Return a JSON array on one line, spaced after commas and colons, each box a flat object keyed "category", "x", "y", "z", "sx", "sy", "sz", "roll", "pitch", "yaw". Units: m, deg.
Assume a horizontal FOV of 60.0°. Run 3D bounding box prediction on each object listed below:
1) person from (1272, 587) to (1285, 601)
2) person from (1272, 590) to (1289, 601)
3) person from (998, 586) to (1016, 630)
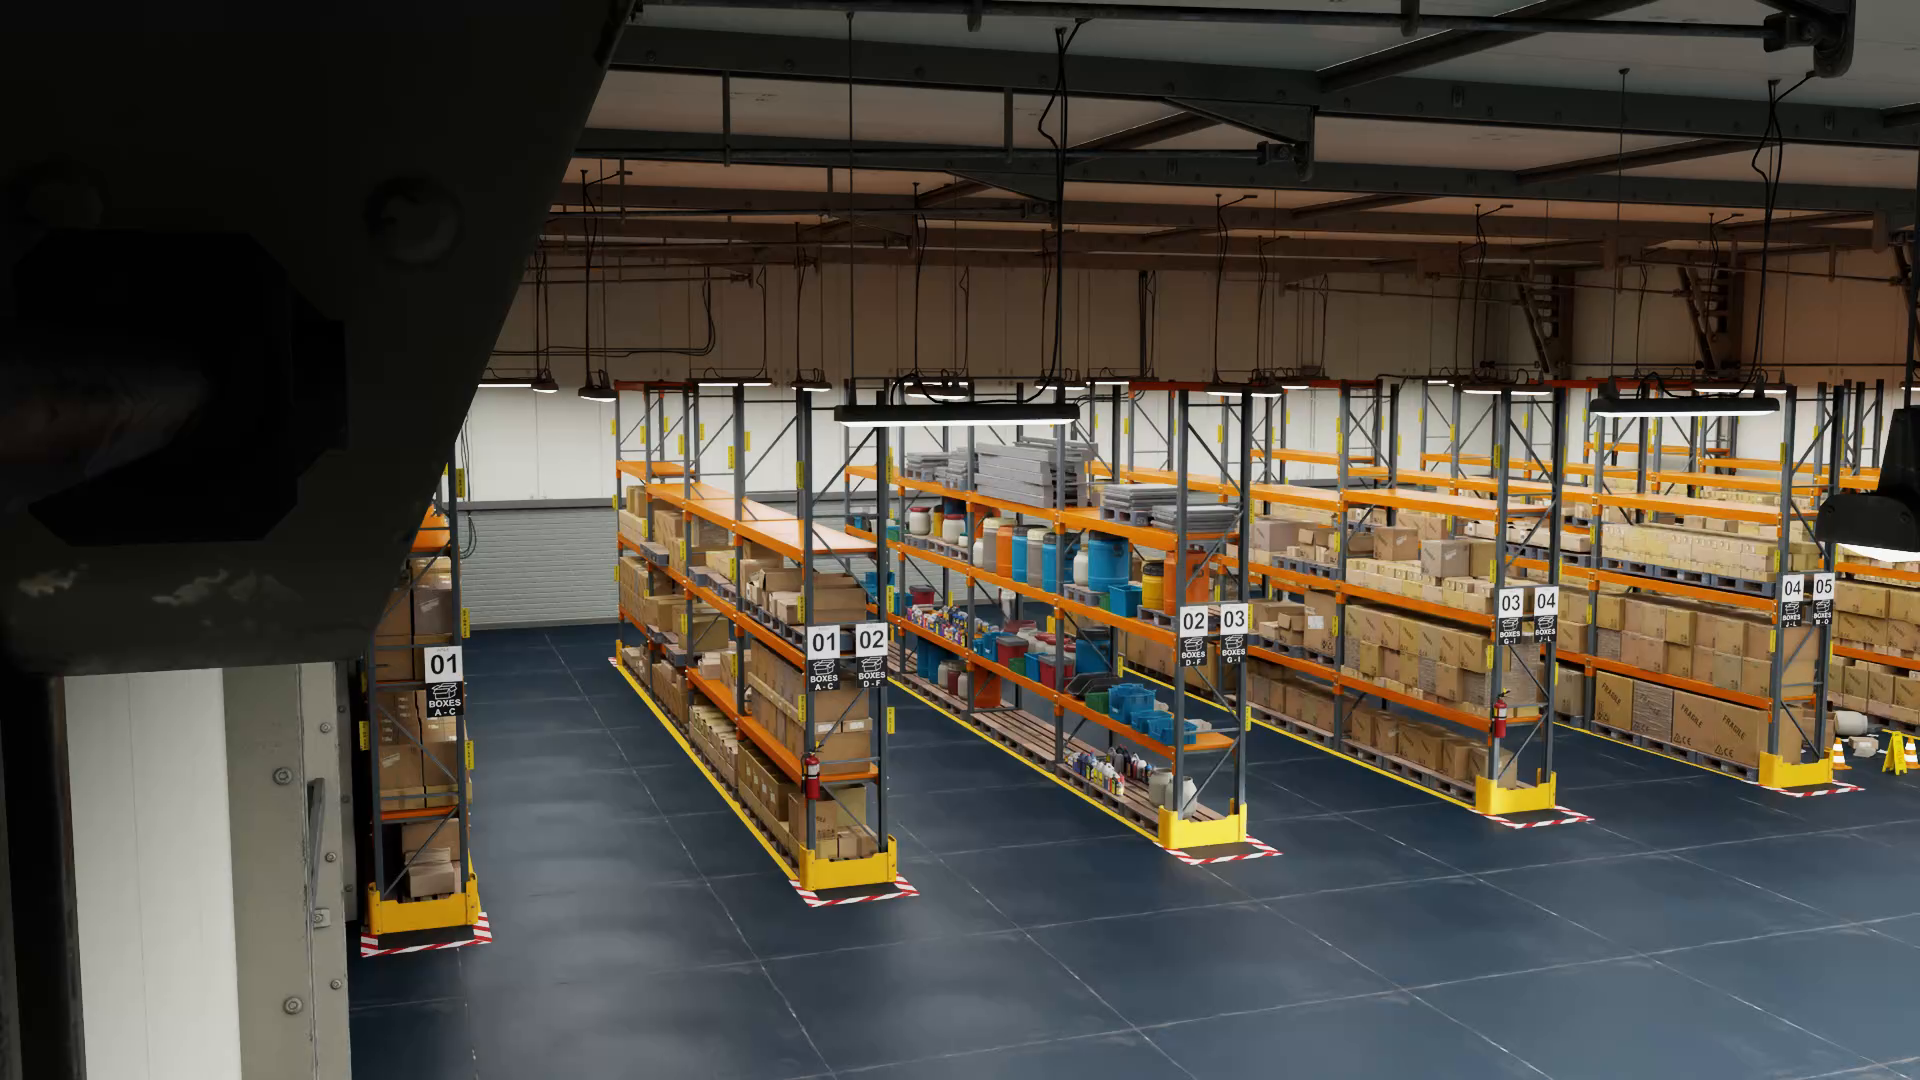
[{"category": "person", "x": 7.912, "y": 1.140, "z": 41.419, "sx": 0.808, "sy": 1.611, "sz": 0.564, "roll": -2, "pitch": 6, "yaw": -17}, {"category": "person", "x": 8.517, "y": 0.754, "z": 44.372, "sx": 0.590, "sy": 1.782, "sz": 0.571, "roll": 0, "pitch": 6, "yaw": -4}, {"category": "person", "x": 1.165, "y": 1.377, "z": 38.932, "sx": 0.448, "sy": 1.637, "sz": 0.981, "roll": -3, "pitch": 7, "yaw": -27}]
